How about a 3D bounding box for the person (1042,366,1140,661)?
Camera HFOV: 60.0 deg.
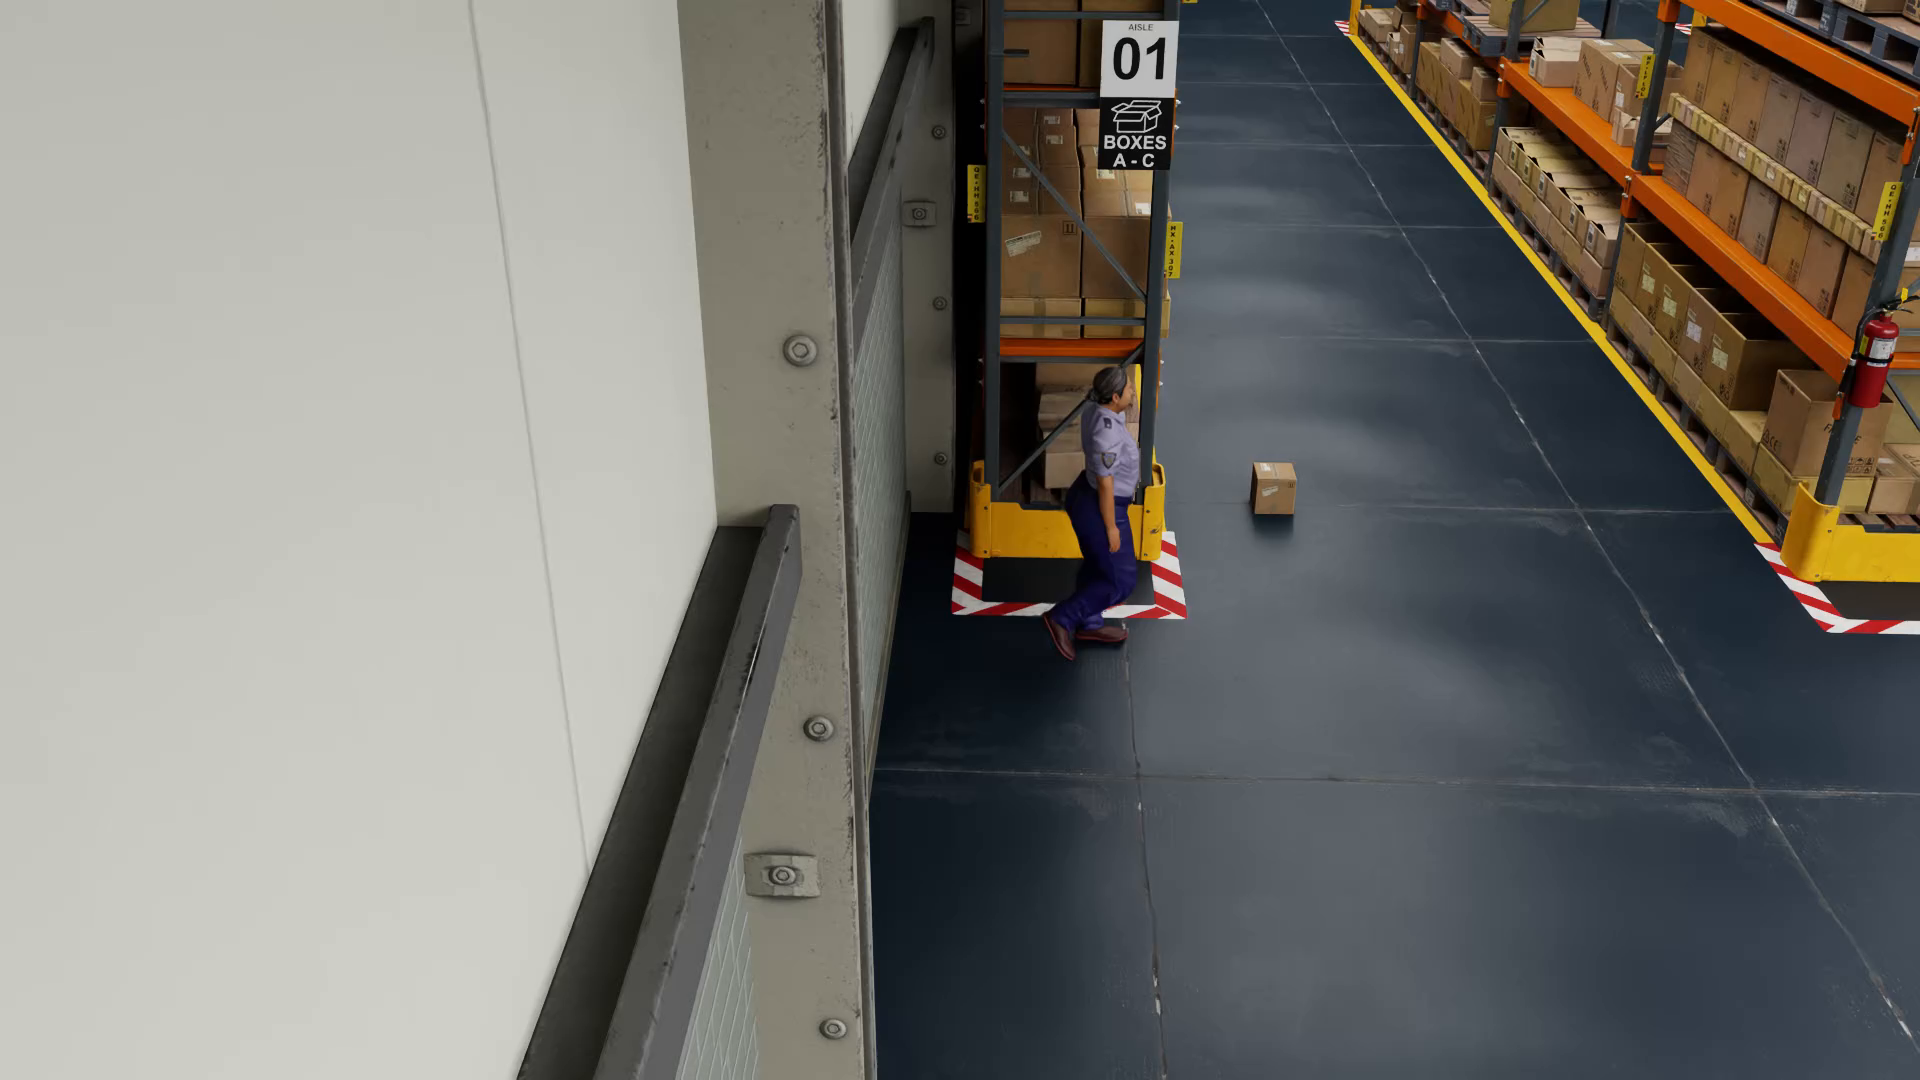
[{"bbox_3d":[0.686,-0.135,8.863,0.514,1.620,0.503,-3,28,-5],"label":"person"}]
